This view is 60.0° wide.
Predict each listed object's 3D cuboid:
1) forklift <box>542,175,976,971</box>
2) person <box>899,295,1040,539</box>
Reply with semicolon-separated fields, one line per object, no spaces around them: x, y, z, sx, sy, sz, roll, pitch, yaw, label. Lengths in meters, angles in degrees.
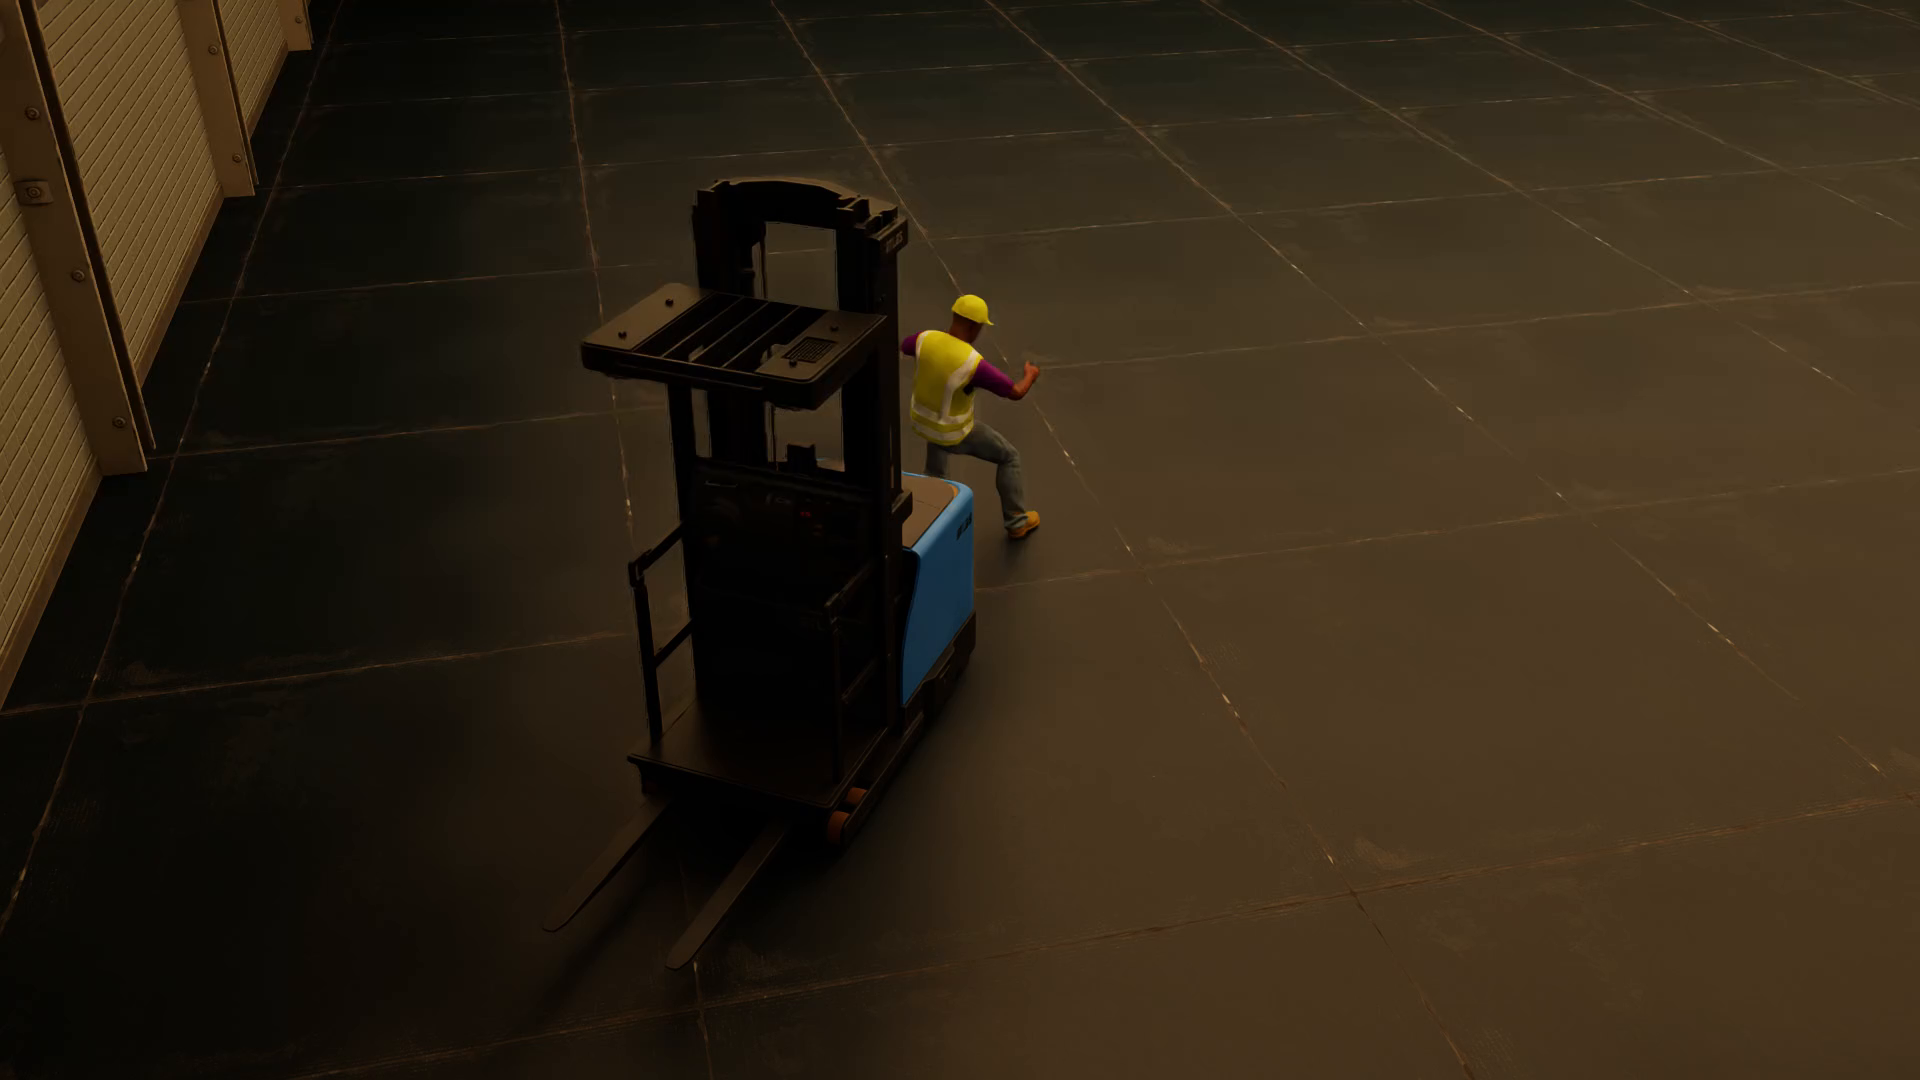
-0.931;-0.043;7.649;1.130;2.935;3.031;11;32;19;forklift
0.044;-0.860;10.457;1.026;1.539;0.786;25;38;36;person
